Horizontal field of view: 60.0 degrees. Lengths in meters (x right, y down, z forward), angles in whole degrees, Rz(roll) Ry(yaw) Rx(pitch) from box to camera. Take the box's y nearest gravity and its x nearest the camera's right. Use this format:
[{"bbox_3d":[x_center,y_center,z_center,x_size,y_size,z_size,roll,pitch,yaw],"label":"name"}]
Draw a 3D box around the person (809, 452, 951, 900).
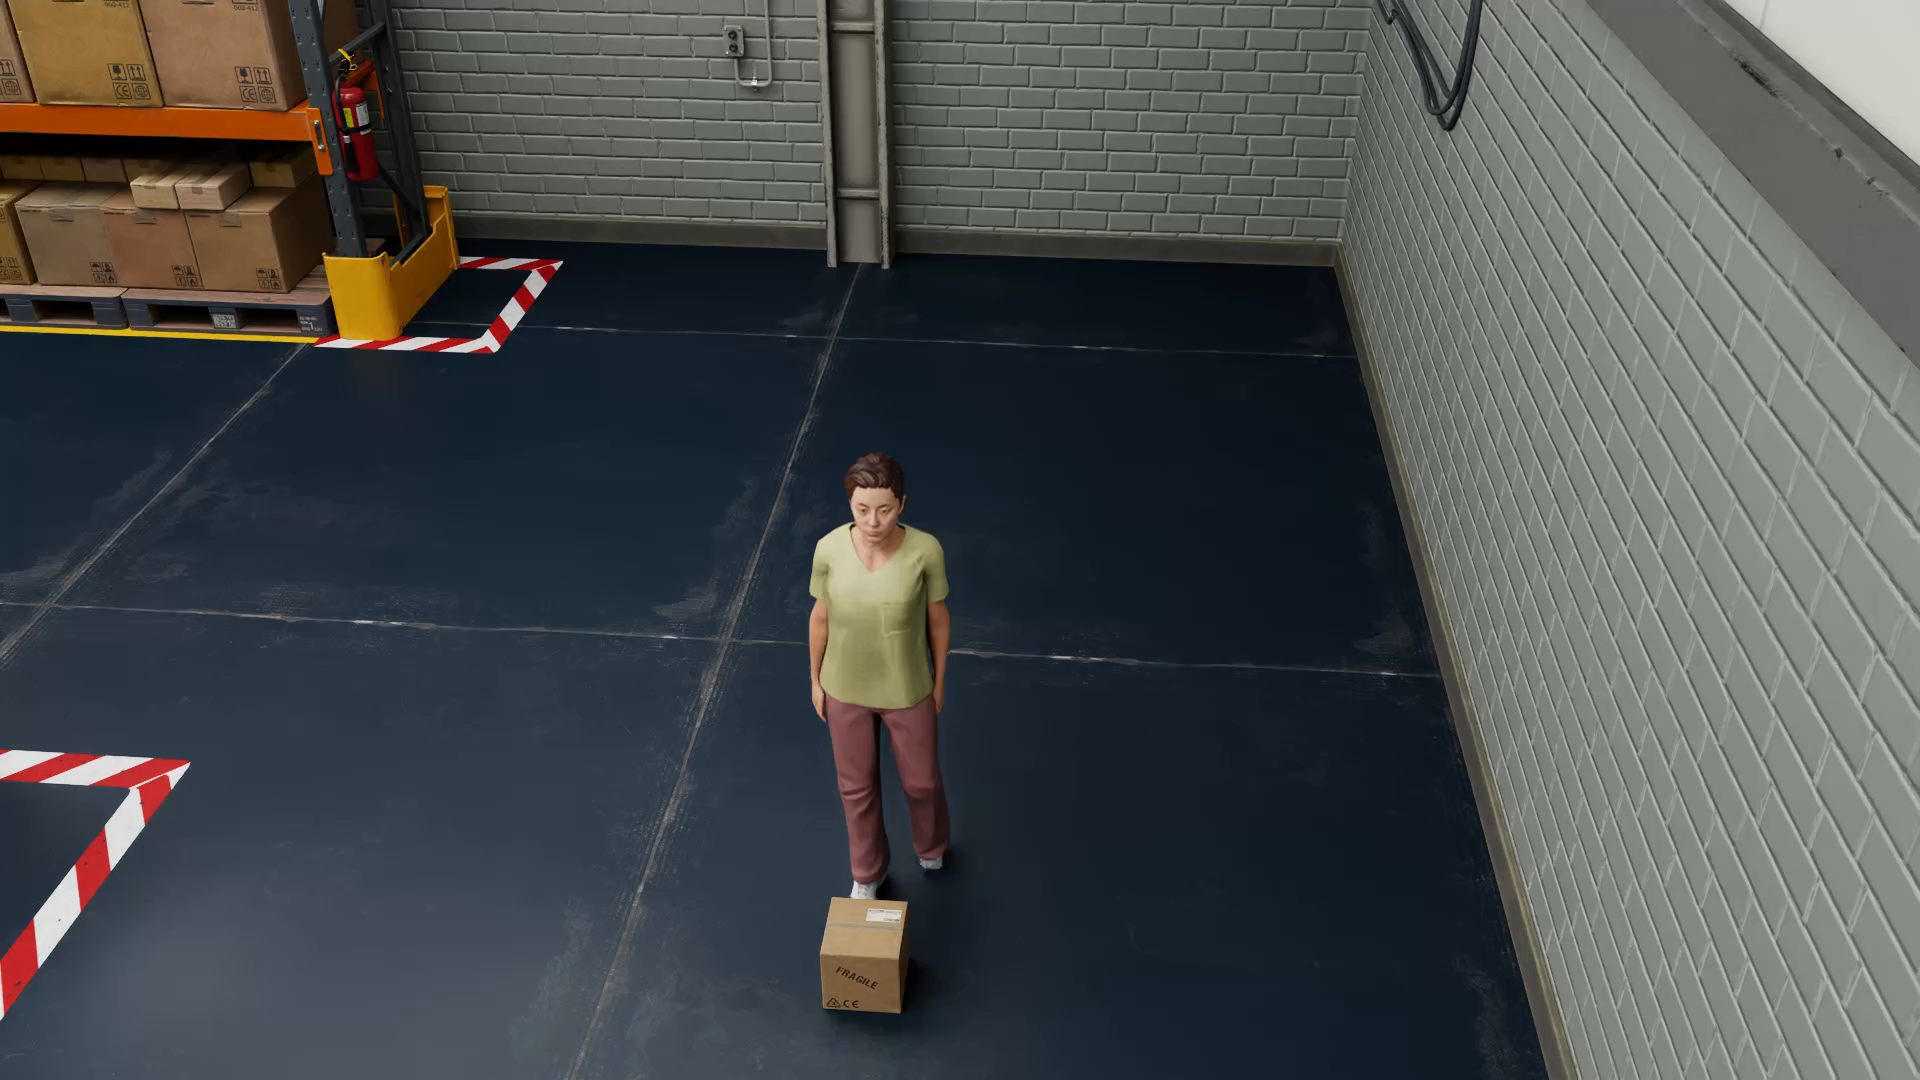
[{"bbox_3d":[-0.261,0.510,5.389,0.451,1.739,0.498,3,32,4],"label":"person"}]
